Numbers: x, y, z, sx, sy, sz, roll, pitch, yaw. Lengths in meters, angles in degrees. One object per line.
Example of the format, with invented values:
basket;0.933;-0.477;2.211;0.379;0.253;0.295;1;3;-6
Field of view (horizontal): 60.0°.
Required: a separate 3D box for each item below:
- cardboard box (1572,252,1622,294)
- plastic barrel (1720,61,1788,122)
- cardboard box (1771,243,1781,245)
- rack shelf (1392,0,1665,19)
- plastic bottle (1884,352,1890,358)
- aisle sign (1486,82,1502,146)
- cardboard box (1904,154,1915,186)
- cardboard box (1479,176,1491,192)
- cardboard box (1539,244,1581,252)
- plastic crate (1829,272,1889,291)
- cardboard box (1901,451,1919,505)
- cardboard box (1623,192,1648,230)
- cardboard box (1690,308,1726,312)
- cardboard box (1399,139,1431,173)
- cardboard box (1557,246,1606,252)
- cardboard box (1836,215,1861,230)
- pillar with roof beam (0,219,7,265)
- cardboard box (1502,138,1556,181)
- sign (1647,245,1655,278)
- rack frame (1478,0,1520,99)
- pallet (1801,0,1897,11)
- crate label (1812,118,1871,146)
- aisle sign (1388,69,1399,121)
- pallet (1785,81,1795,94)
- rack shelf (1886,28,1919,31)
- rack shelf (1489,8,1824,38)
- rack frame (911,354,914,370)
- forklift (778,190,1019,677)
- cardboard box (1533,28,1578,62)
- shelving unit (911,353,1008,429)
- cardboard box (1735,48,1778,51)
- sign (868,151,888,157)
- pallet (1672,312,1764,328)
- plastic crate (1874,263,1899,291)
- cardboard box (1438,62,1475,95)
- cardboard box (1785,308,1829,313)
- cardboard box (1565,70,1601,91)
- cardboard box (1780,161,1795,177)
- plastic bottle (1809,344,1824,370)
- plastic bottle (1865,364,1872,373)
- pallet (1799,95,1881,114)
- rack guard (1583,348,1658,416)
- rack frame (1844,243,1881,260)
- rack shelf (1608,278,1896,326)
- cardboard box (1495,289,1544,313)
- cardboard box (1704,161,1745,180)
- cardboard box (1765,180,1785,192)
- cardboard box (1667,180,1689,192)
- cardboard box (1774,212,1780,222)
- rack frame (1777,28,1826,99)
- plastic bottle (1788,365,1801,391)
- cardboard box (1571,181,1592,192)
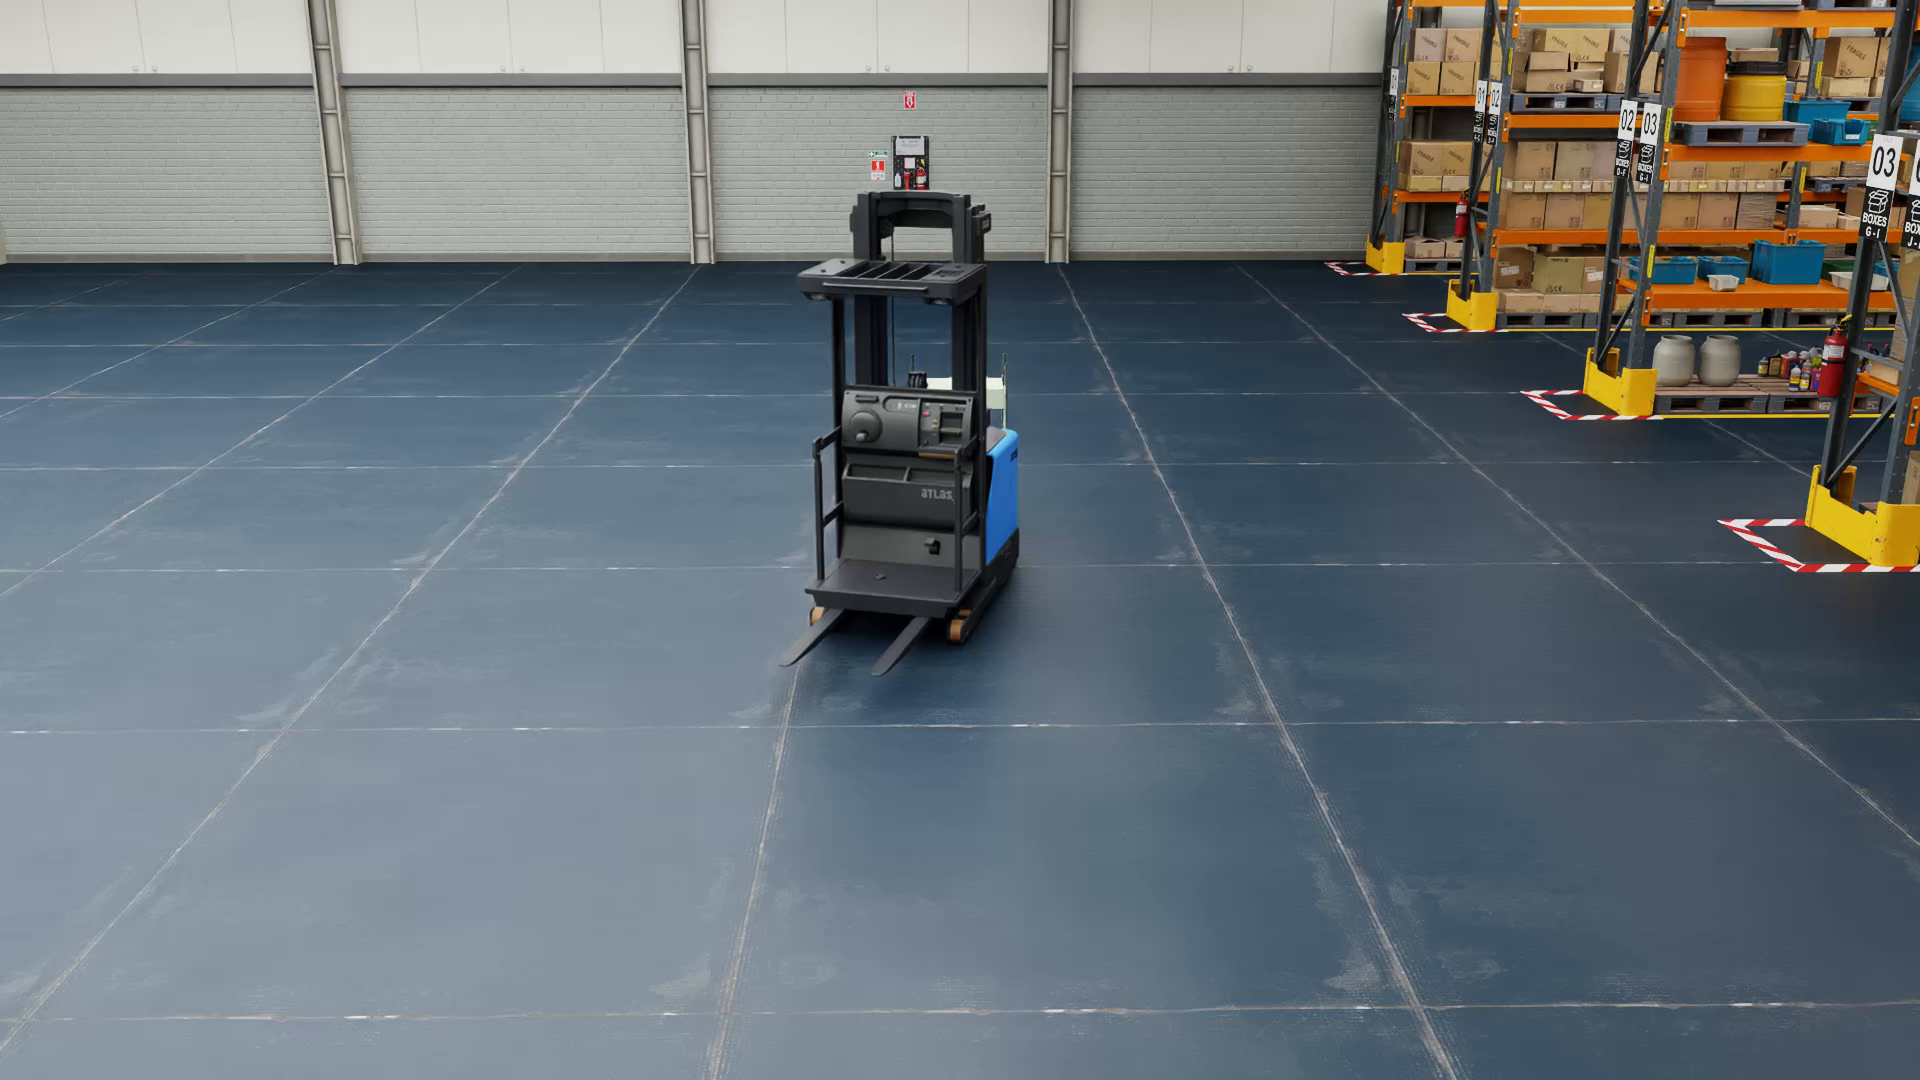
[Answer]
cardboard box;8.581;-3.615;22.492;0.500;0.500;0.500;0;18;-1
plastic barrel;8.254;-4.673;17.296;0.600;0.588;0.600;0;18;0
cardboard box;13.227;-4.997;27.585;0.500;0.500;0.700;0;18;-1
rack shelf;8.960;-8.458;26.366;4.000;0.370;1.077;0;18;-1
plastic bottle;10.304;-1.957;18.353;0.185;0.351;0.144;0;18;-1
aisle sign;6.981;-5.567;21.736;0.004;0.787;0.394;0;18;-1
cardboard box;7.673;-2.834;12.808;0.500;0.250;0.500;0;18;0
cardboard box;8.481;-5.787;26.890;0.500;0.250;0.500;-1;18;-2
cardboard box;9.922;-4.957;27.463;0.500;0.500;0.500;-2;18;-5
plastic crate;9.496;-2.719;17.544;0.437;0.136;0.530;0;18;-1
cardboard box;7.819;-0.405;13.305;0.500;0.500;0.500;3;18;9
cardboard box;9.057;-4.477;22.431;0.500;0.500;0.700;0;18;1
cardboard box;10.081;-3.265;22.628;0.500;0.250;0.500;0;18;-1
cardboard box;7.428;-6.298;27.256;0.500;0.500;0.500;0;18;-1
cardboard box;8.573;-3.774;22.987;0.500;0.500;0.500;0;18;-1
cardboard box;11.931;-4.265;22.343;0.250;0.149;0.380;0;18;-1
pillar with roof beam;-16.283;-7.630;22.600;0.400;9.000;9.100;0;18;-1
cardboard box;7.562;-5.087;22.208;0.500;0.500;0.700;0;18;-1
sign;7.121;-2.874;17.143;0.005;0.325;0.100;0;18;-1
rack frame;7.042;-7.280;21.509;0.127;3.000;1.000;0;18;-1
pallet;9.069;-5.487;16.883;1.213;0.211;1.003;0;18;-1
crate label;8.993;-4.176;16.987;0.408;0.251;0.502;0;18;-1
aisle sign;6.893;-7.082;26.458;0.004;0.787;0.394;0;18;-1
pallet;12.615;-7.271;26.699;1.003;0.211;1.213;0;18;-1
rack shelf;16.959;-8.308;26.547;4.000;0.370;1.077;0;18;-1
rack shelf;9.042;-6.756;21.710;4.000;0.370;1.077;0;18;-1
rack frame;-0.373;-0.712;13.313;0.023;1.500;0.400;0;18;-1
forklift;-0.419;-0.822;11.313;1.130;2.935;3.031;5;18;14
cardboard box;9.393;-7.820;26.271;0.500;0.500;0.500;-1;18;-3
shelving unit;-0.007;-0.714;13.318;0.755;1.500;0.431;0;18;-1
cardboard box;12.740;-7.615;26.615;0.500;0.500;0.500;-1;18;-3
sign;-1.374;-6.470;27.880;0.331;0.109;0.001;0;18;-1
pallet;10.246;-3.124;22.939;1.213;0.211;1.003;0;18;-1
plastic crate;10.014;-2.771;17.517;0.616;0.251;0.499;0;18;-1
cardboard box;7.836;-7.339;26.406;0.500;0.500;0.500;1;18;3
cardboard box;11.449;-3.259;22.612;0.500;0.250;0.500;-1;18;-2
cardboard box;8.189;-6.133;22.173;0.500;0.250;0.500;0;18;-1
cardboard box;13.244;-6.214;27.123;0.500;0.500;0.700;0;18;-1
plastic bottle;9.502;-1.997;18.478;0.185;0.351;0.144;0;18;1
plastic bottle;9.799;-1.749;17.828;0.135;0.276;0.152;0;18;0
pallet;11.923;-5.788;22.082;1.217;0.209;0.805;-1;18;-3
rack guard;7.192;-1.735;18.137;0.348;0.500;1.175;0;18;-1
rack frame;14.959;-5.975;27.262;0.127;3.000;1.000;0;18;-1
rack shelf;9.116;-2.577;17.849;4.000;0.370;1.077;0;18;-1
cardboard box;7.582;-3.249;22.578;0.500;0.250;0.500;0;18;-1
cardboard box;10.093;-5.101;22.251;0.500;0.500;0.700;0;18;-1
cardboard box;10.773;-4.732;22.163;0.250;0.149;0.380;0;18;-1
cardboard box;9.503;-4.727;22.145;0.250;0.149;0.380;0;18;1
cardboard box;13.155;-5.344;27.440;0.500;0.250;0.500;0;18;-1
rack frame;11.041;-7.299;21.569;0.127;3.000;1.000;0;18;-1
plastic bottle;8.934;-1.734;17.789;0.097;0.271;0.097;0;18;0
cardboard box;8.203;-4.719;22.123;0.250;0.149;0.380;-1;18;-2
